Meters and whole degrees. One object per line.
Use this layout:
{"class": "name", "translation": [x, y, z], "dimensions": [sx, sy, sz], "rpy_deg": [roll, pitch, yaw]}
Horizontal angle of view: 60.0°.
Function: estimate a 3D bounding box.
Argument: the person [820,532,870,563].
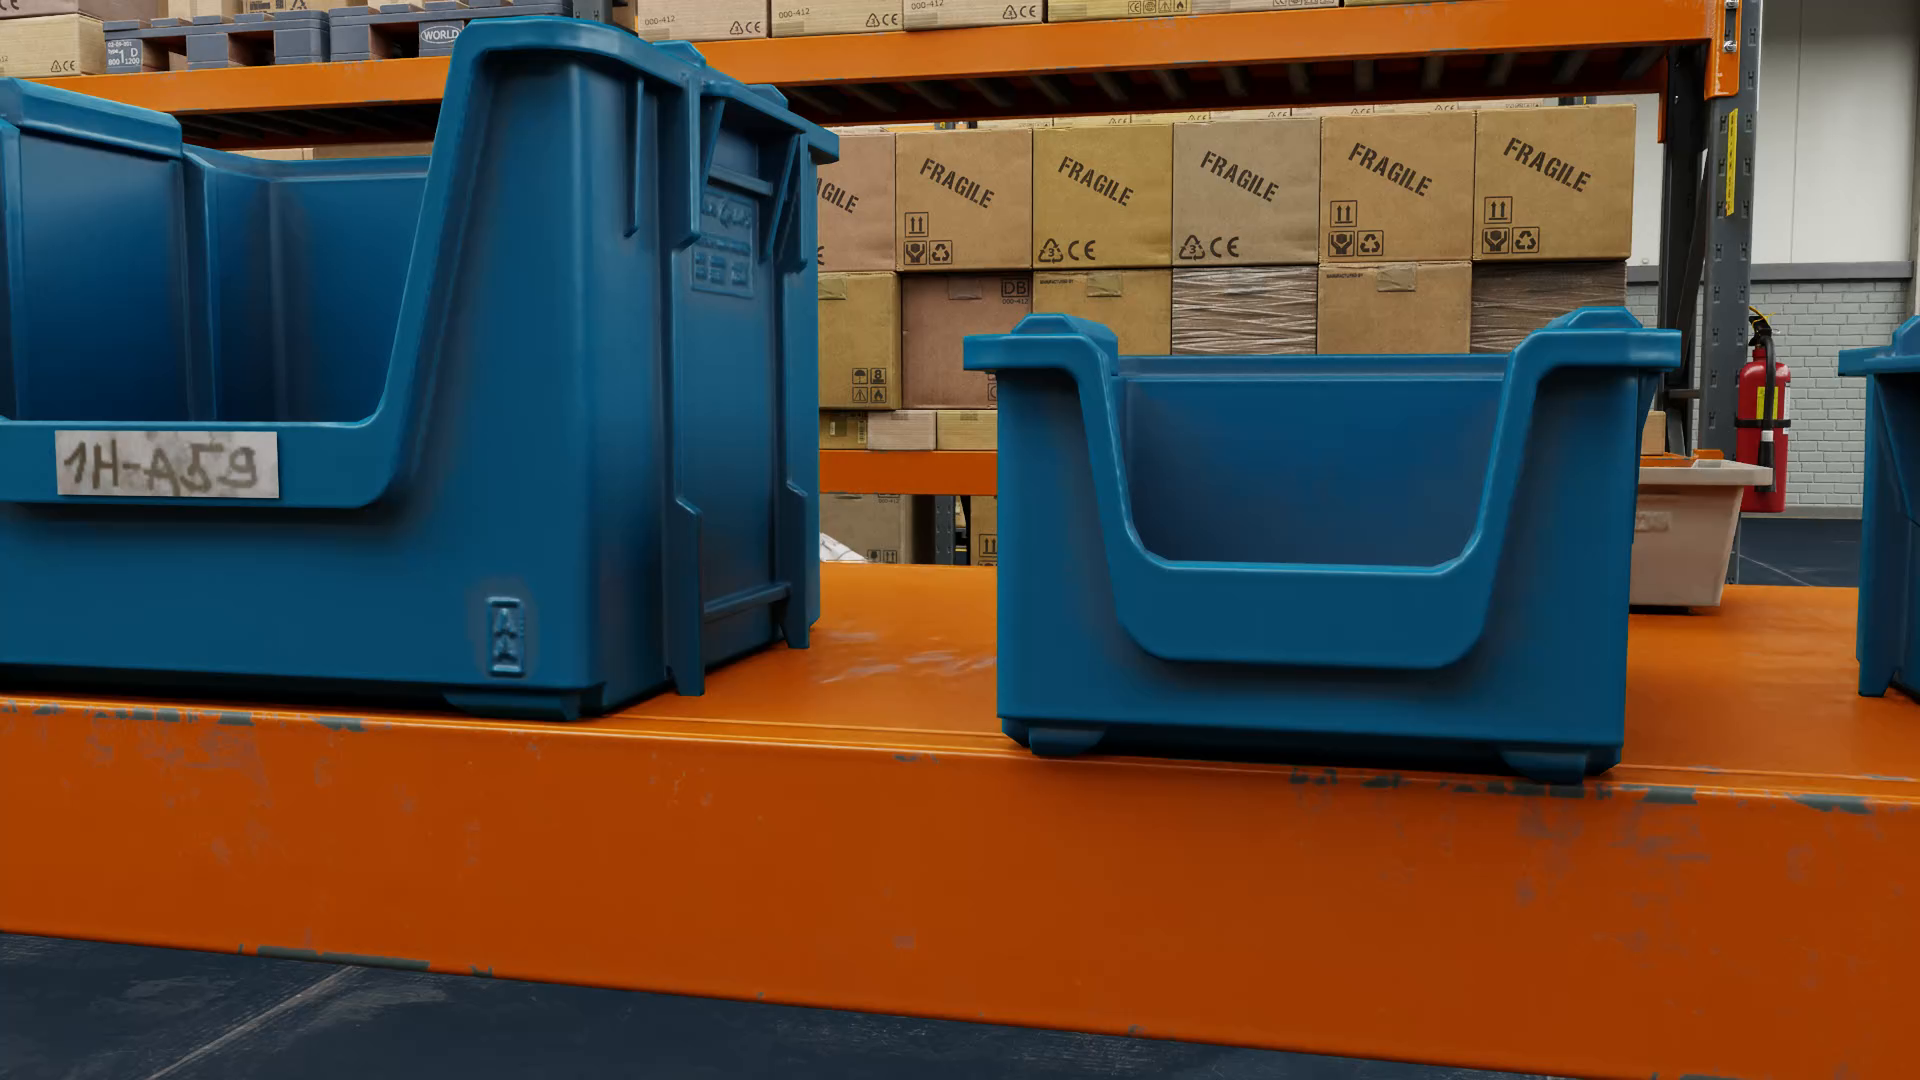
{"class": "person", "translation": [-0.845, 0.280, 8.783], "dimensions": [0.877, 0.949, 0.508], "rpy_deg": [1, 5, 12]}
